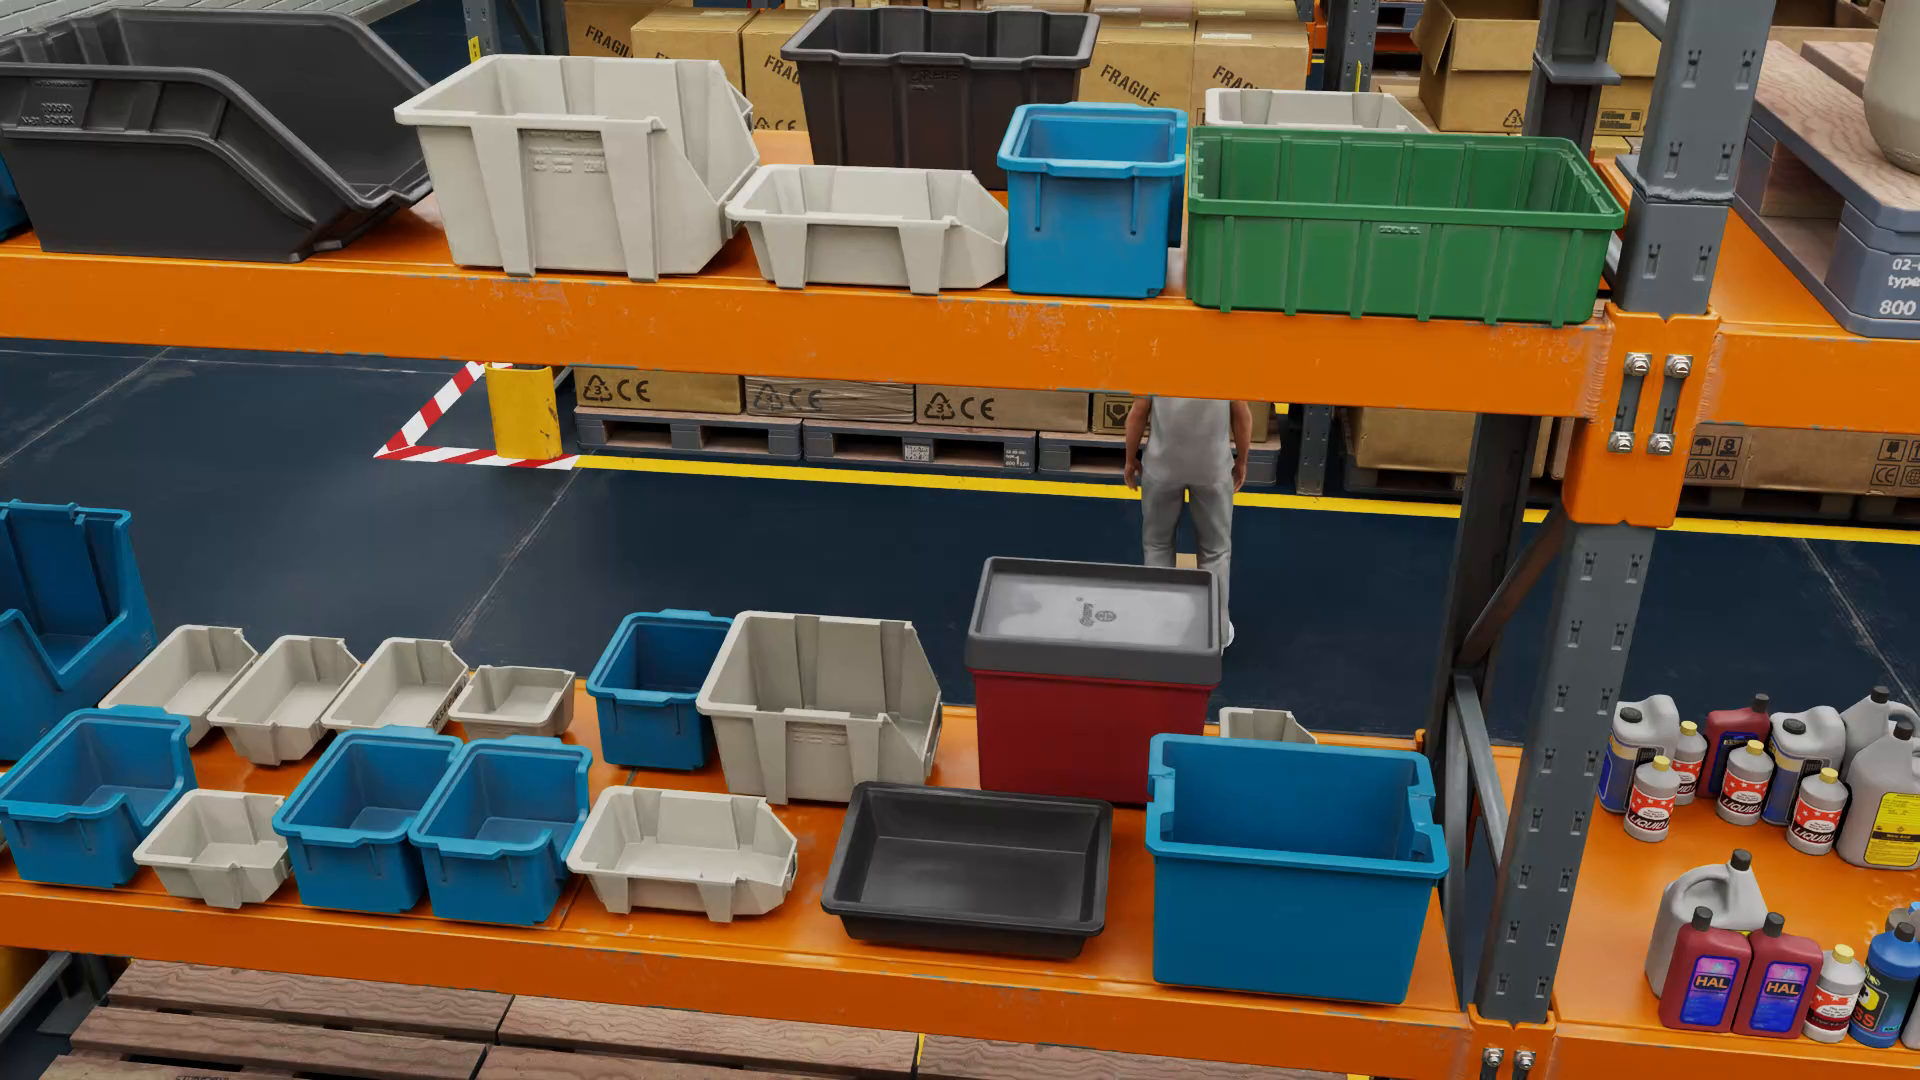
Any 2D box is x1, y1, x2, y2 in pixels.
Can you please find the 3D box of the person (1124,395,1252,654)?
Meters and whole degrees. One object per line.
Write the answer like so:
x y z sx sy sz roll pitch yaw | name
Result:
0.911 -0.296 6.670 0.509 1.673 0.405 2 29 4 | person
